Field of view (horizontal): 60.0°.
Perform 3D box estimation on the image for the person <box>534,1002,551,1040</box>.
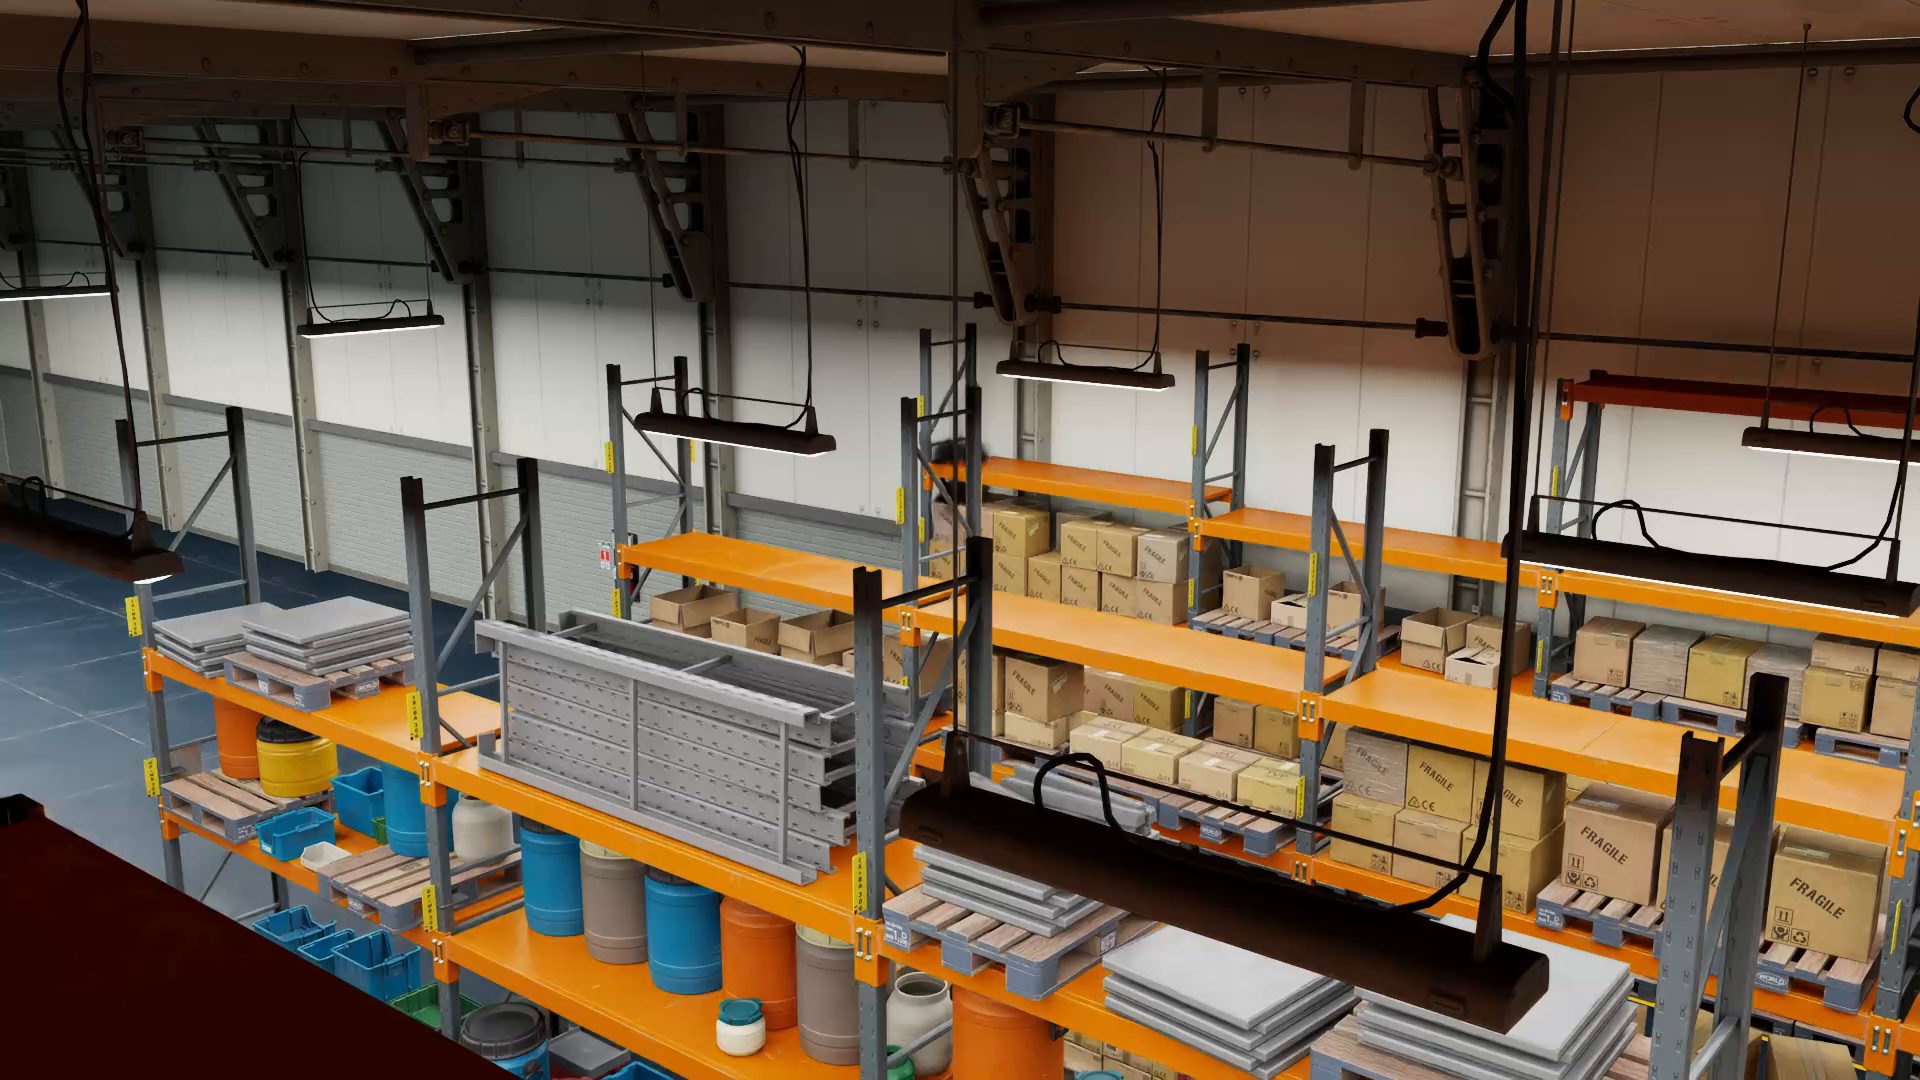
[{"bbox_3d":[-3.556,3.911,15.086,0.765,1.793,0.635,6,14,24],"label":"person"}]
